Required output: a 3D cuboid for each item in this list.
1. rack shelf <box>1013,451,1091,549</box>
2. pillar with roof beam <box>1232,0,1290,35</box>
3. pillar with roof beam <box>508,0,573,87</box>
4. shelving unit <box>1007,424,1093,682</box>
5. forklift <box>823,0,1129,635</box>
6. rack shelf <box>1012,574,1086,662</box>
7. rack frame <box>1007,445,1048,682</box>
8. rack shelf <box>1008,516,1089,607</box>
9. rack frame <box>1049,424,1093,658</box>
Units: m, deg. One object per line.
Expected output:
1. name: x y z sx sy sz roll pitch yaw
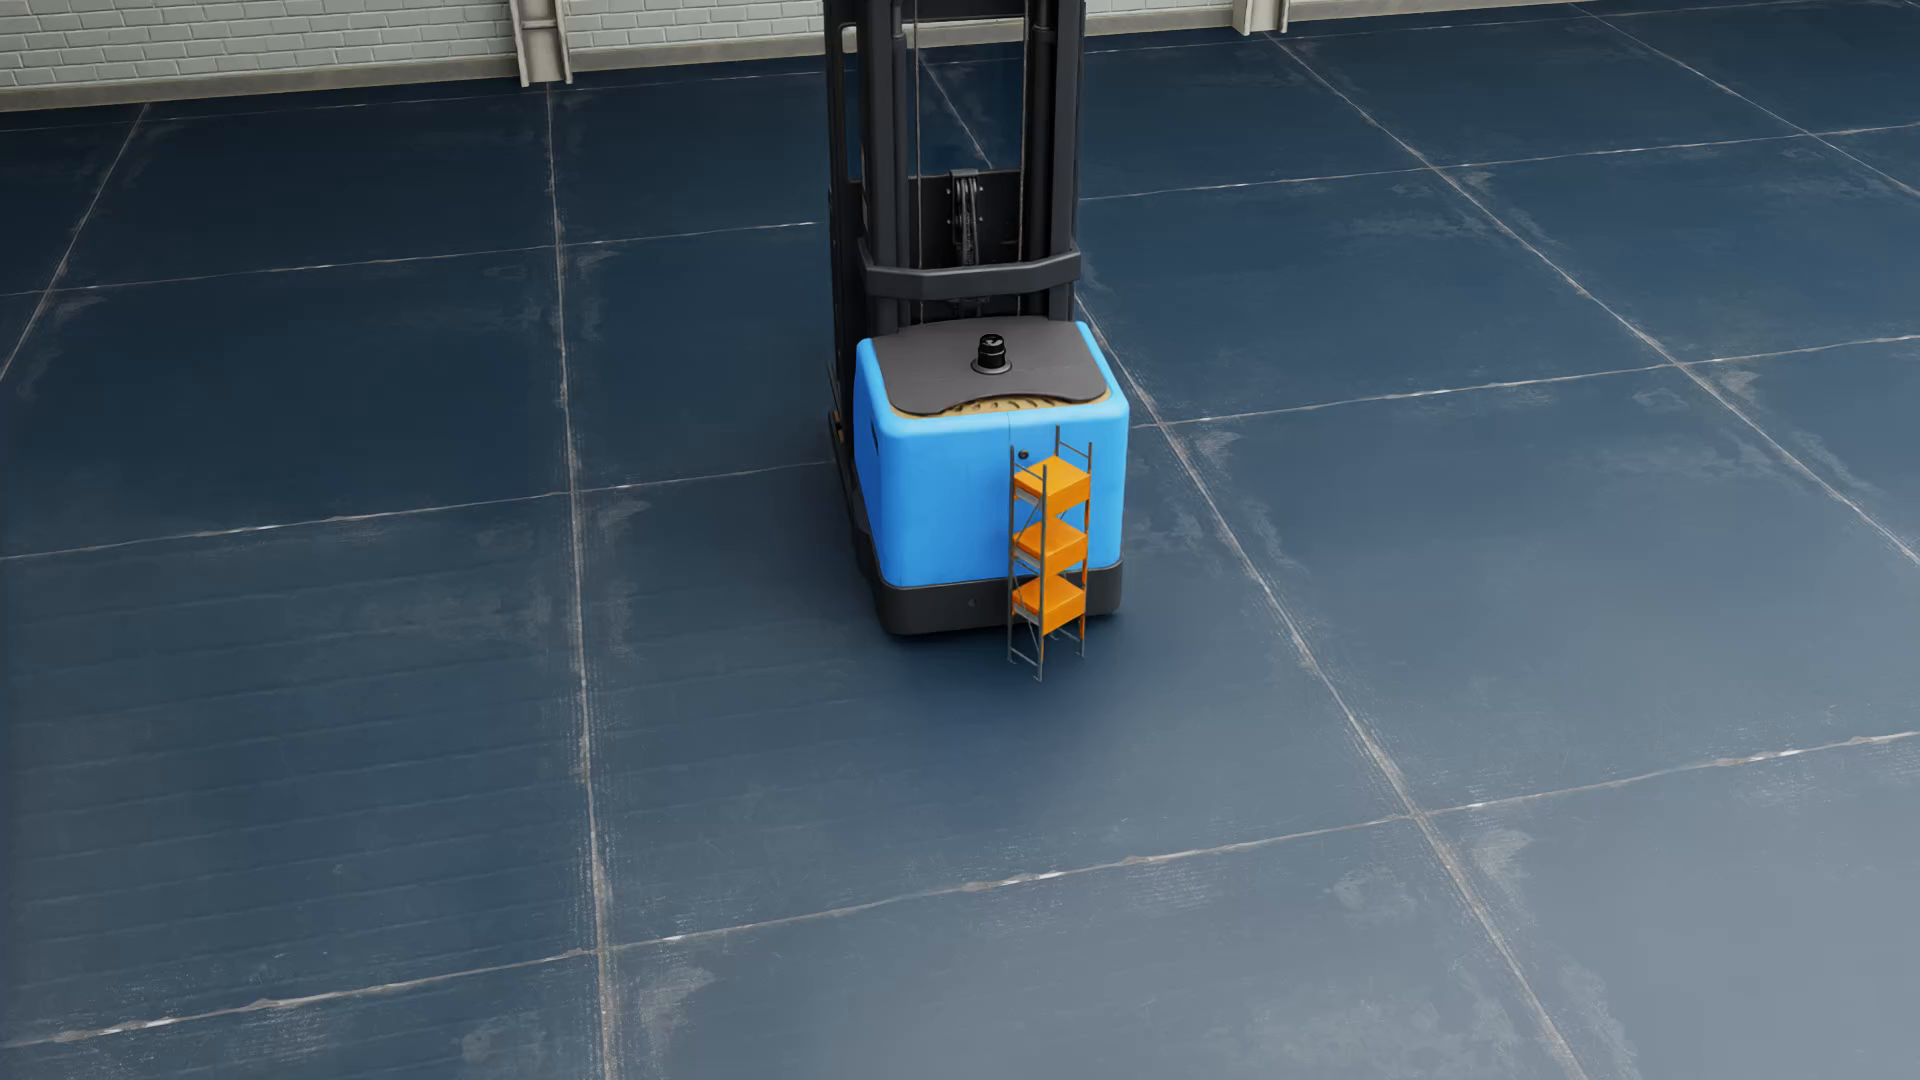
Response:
1. rack shelf: 0.355 -0.161 6.555 0.240 0.259 0.215 -27 42 -33
2. pillar with roof beam: 3.520 -5.799 8.315 0.400 9.000 9.100 -7 35 -11
3. pillar with roof beam: -2.332 -5.061 7.216 0.400 9.000 9.100 -7 35 -11
4. shelving unit: 0.356 0.066 6.709 0.252 1.050 0.215 -27 42 -33
5. forklift: -0.063 -1.628 7.545 1.130 2.935 3.031 -6 34 -8
6. rack shelf: 0.358 0.304 6.870 0.240 0.259 0.215 -27 42 -33
7. rack frame: 0.265 0.111 6.642 0.008 1.050 0.200 -27 42 -33
8. rack shelf: 0.356 0.074 6.714 0.240 0.259 0.215 -27 42 -33
9. rack frame: 0.447 0.020 6.775 0.008 1.050 0.200 -27 42 -33
